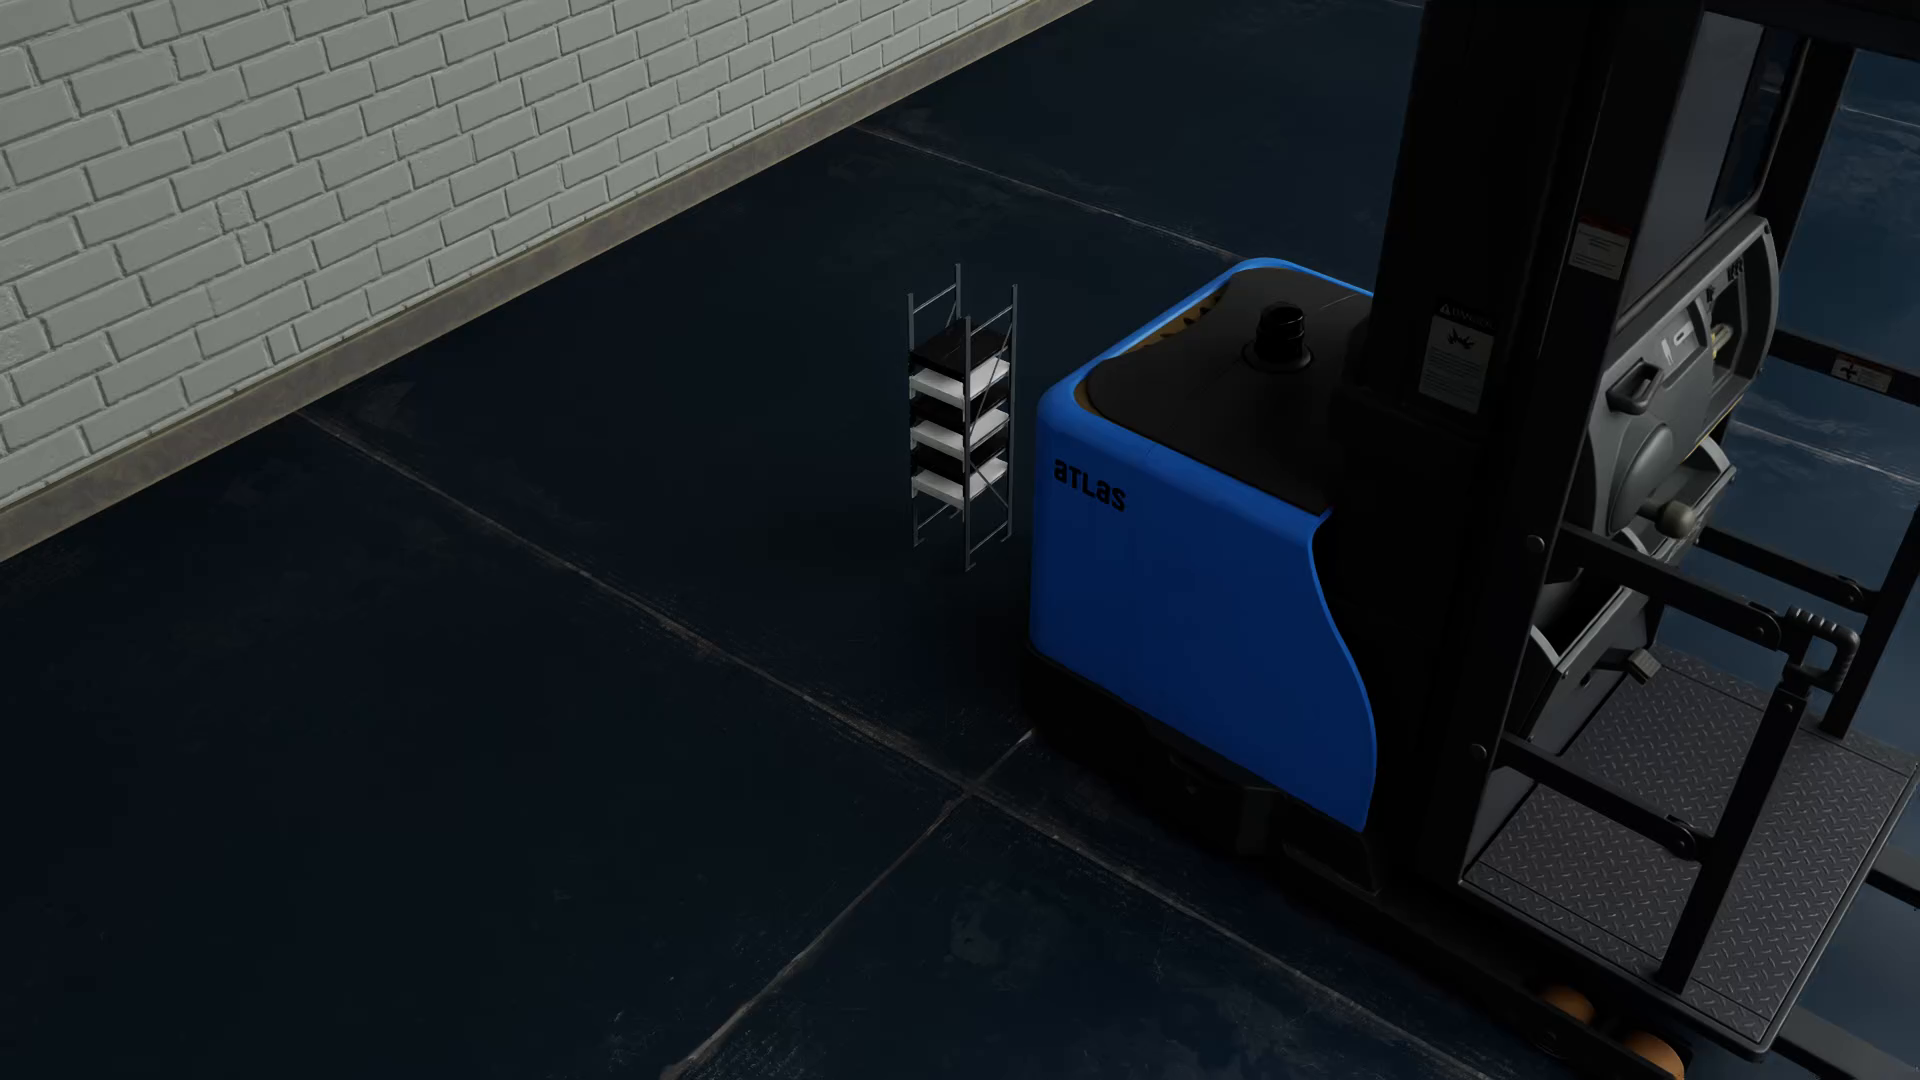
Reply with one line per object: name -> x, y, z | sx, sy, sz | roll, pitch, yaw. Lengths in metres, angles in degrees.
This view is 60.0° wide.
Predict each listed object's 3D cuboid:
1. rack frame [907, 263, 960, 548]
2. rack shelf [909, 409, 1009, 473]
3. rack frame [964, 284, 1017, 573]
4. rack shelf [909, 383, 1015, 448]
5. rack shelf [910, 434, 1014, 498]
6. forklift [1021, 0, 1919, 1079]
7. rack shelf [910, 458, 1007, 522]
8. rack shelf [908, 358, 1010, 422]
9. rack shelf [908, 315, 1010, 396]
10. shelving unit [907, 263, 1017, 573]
rack frame -> -0.074, -0.389, 5.017 | 0.006, 0.900, 0.240 | 25, 45, 29
rack shelf -> 0.006, -0.325, 4.989 | 0.200, 0.077, 0.258 | 25, 45, 29
rack frame -> 0.087, -0.313, 4.920 | 0.006, 0.900, 0.240 | 25, 45, 29
rack shelf -> 0.006, -0.396, 4.934 | 0.200, 0.077, 0.258 | 25, 45, 29
rack shelf -> 0.006, -0.254, 5.045 | 0.200, 0.077, 0.258 | 25, 45, 29
forklift -> 1.611, -0.279, 3.229 | 3.031, 2.935, 1.130 | 28, 46, 31
rack shelf -> 0.006, -0.183, 5.100 | 0.200, 0.077, 0.258 | 25, 45, 29
rack shelf -> 0.006, -0.467, 4.878 | 0.200, 0.077, 0.258 | 25, 45, 29
rack shelf -> 0.006, -0.538, 4.823 | 0.200, 0.077, 0.258 | 25, 45, 29
shelving unit -> 0.006, -0.351, 4.969 | 0.210, 0.900, 0.258 | 25, 45, 29
